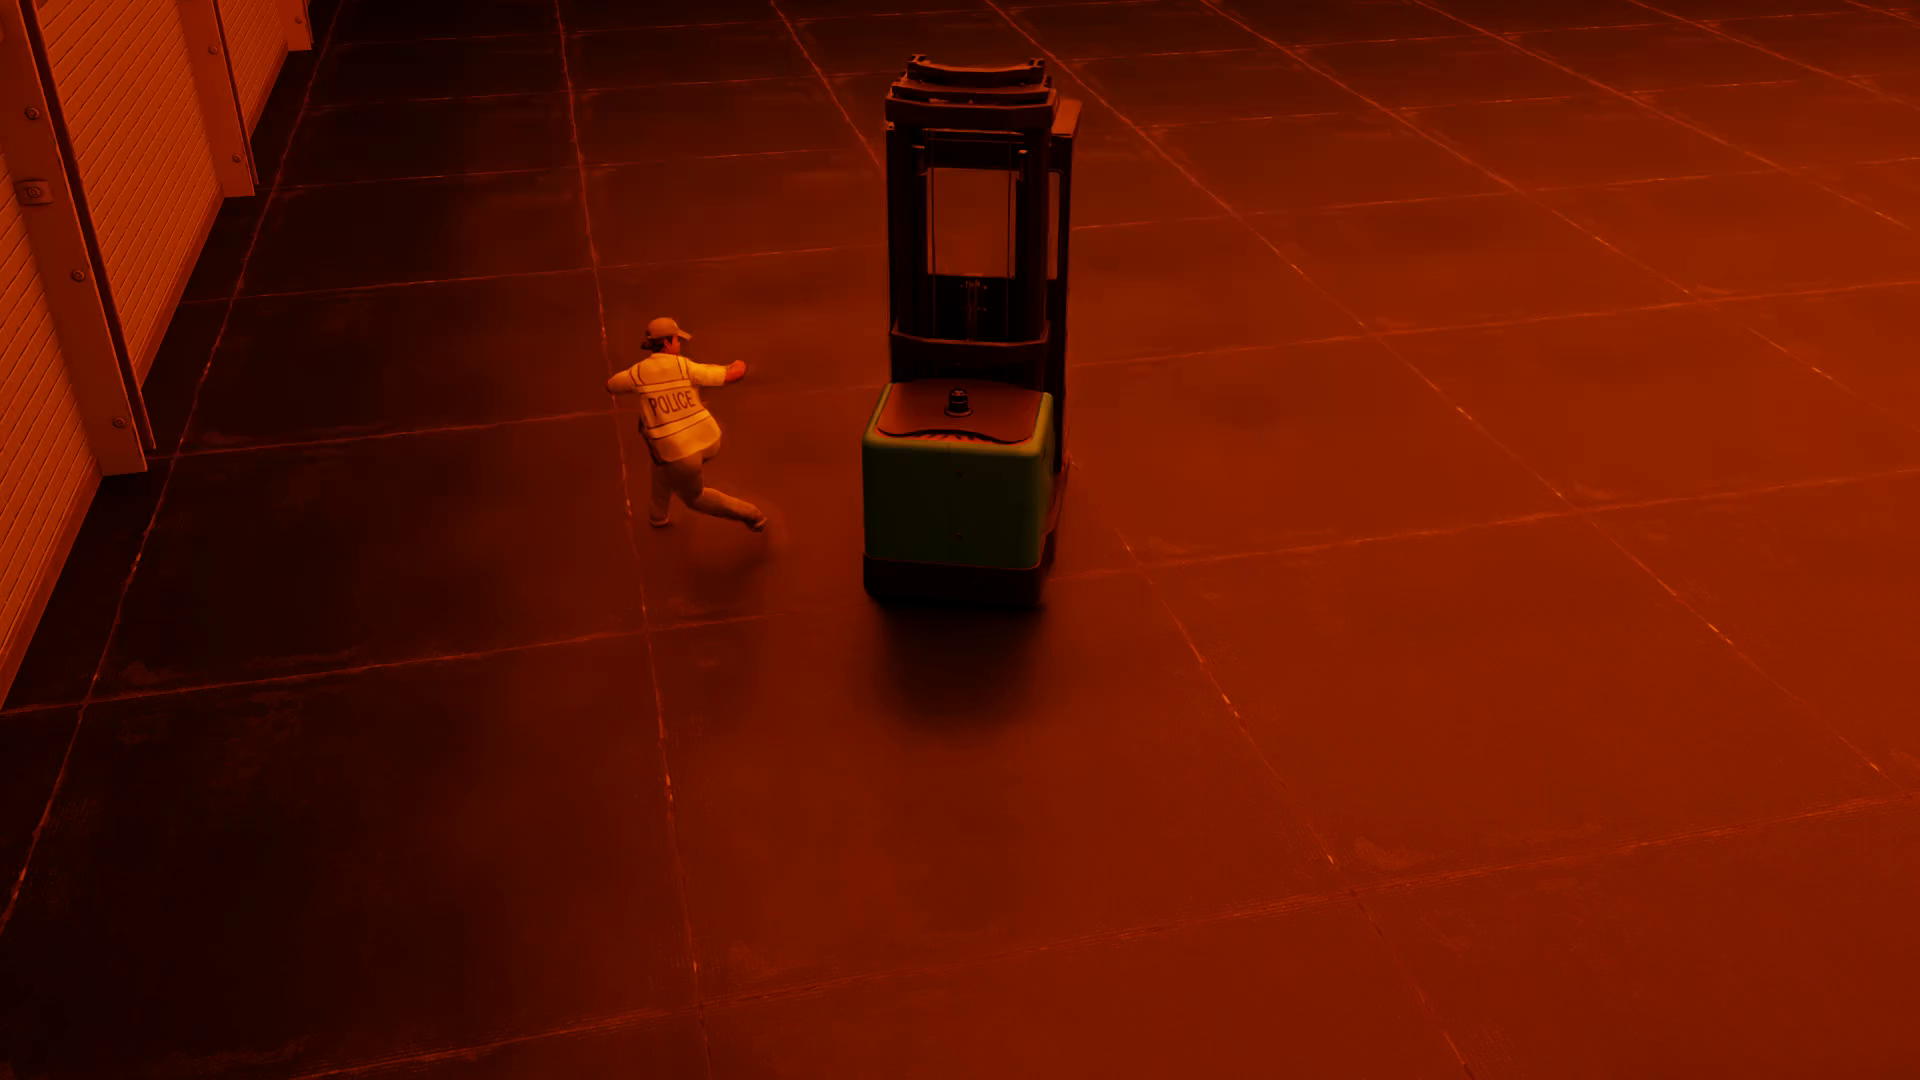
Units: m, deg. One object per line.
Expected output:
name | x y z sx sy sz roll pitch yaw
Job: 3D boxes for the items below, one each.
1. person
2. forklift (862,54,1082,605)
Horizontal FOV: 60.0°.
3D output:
person | -1.699 -0.731 10.358 0.836 1.437 1.081 -24 38 -35
forklift | 0.149 -1.608 10.352 1.130 2.935 3.031 4 30 7
